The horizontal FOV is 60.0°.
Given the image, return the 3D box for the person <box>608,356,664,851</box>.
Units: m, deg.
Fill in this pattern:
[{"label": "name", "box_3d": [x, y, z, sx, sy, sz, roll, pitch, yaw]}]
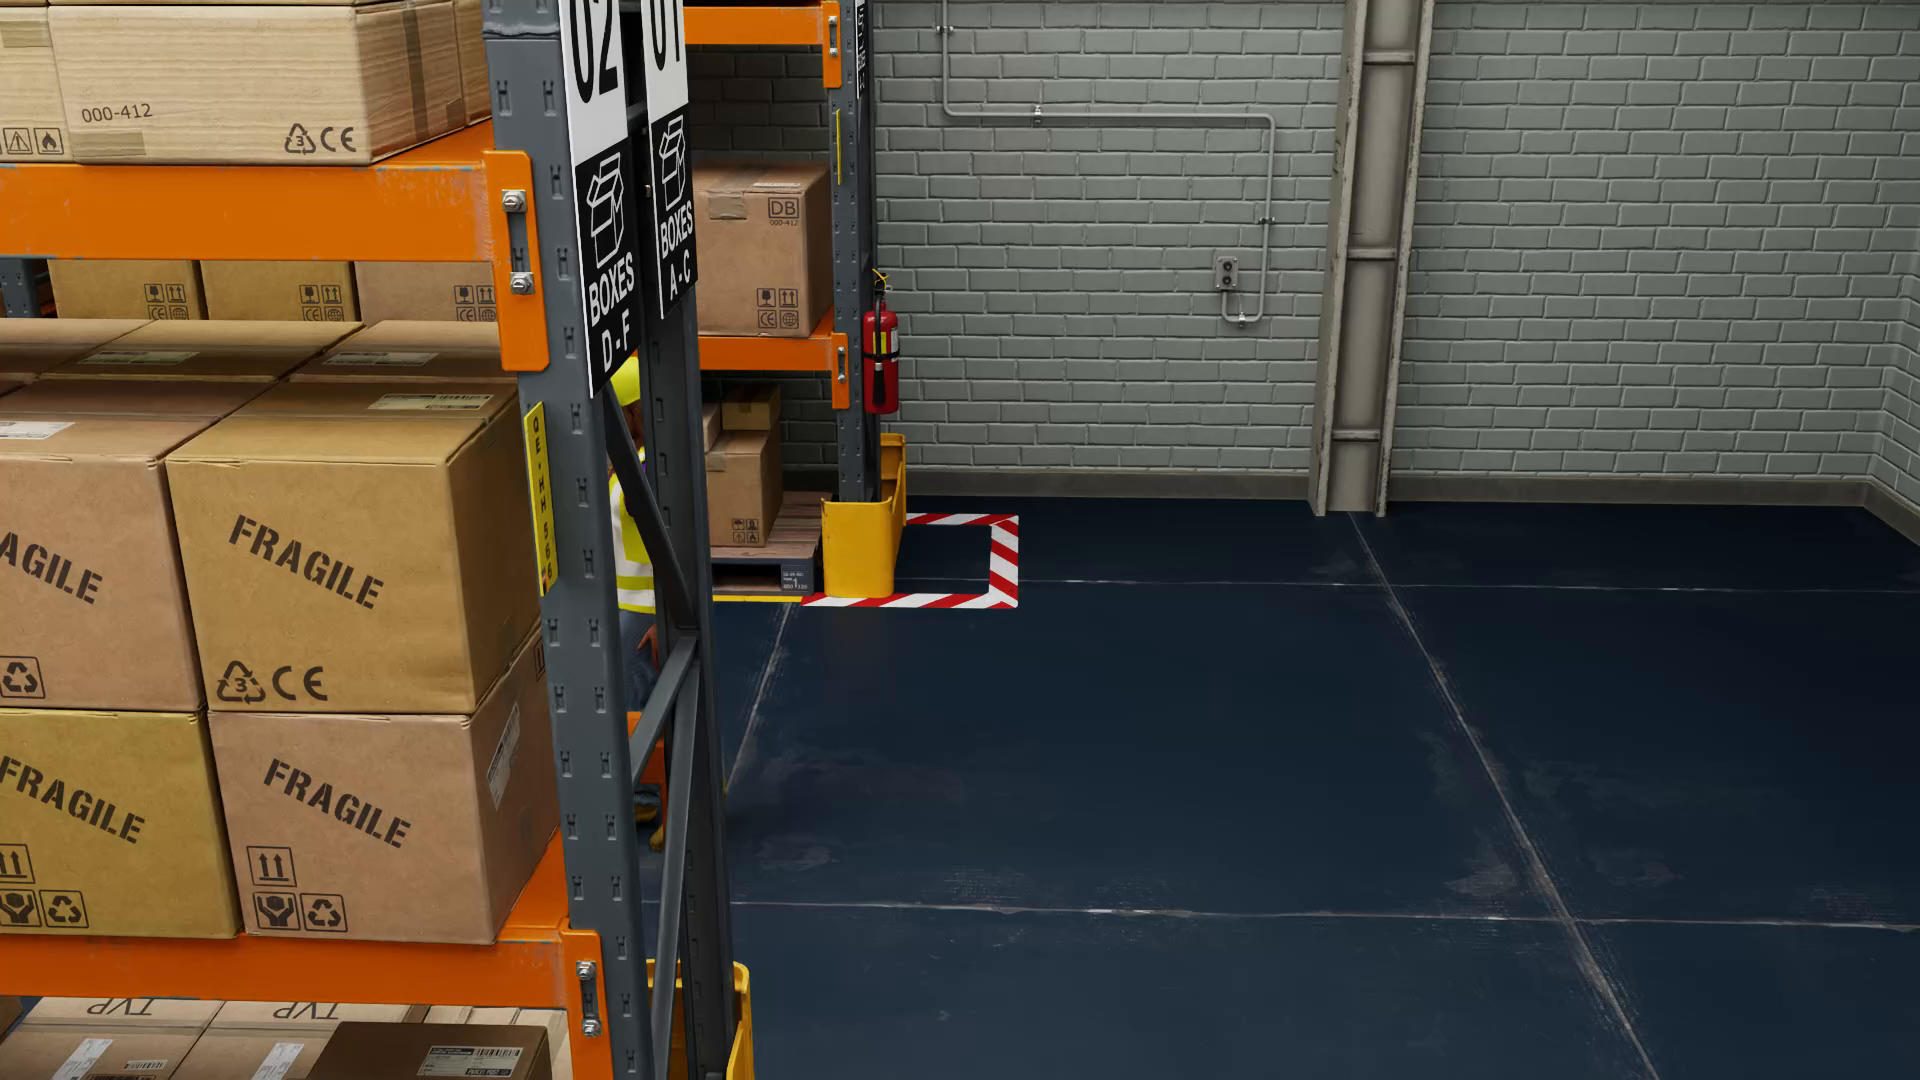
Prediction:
[{"label": "person", "box_3d": [-1.169, 0.222, 5.896, 0.532, 1.763, 0.611, -4, 21, -11]}]
